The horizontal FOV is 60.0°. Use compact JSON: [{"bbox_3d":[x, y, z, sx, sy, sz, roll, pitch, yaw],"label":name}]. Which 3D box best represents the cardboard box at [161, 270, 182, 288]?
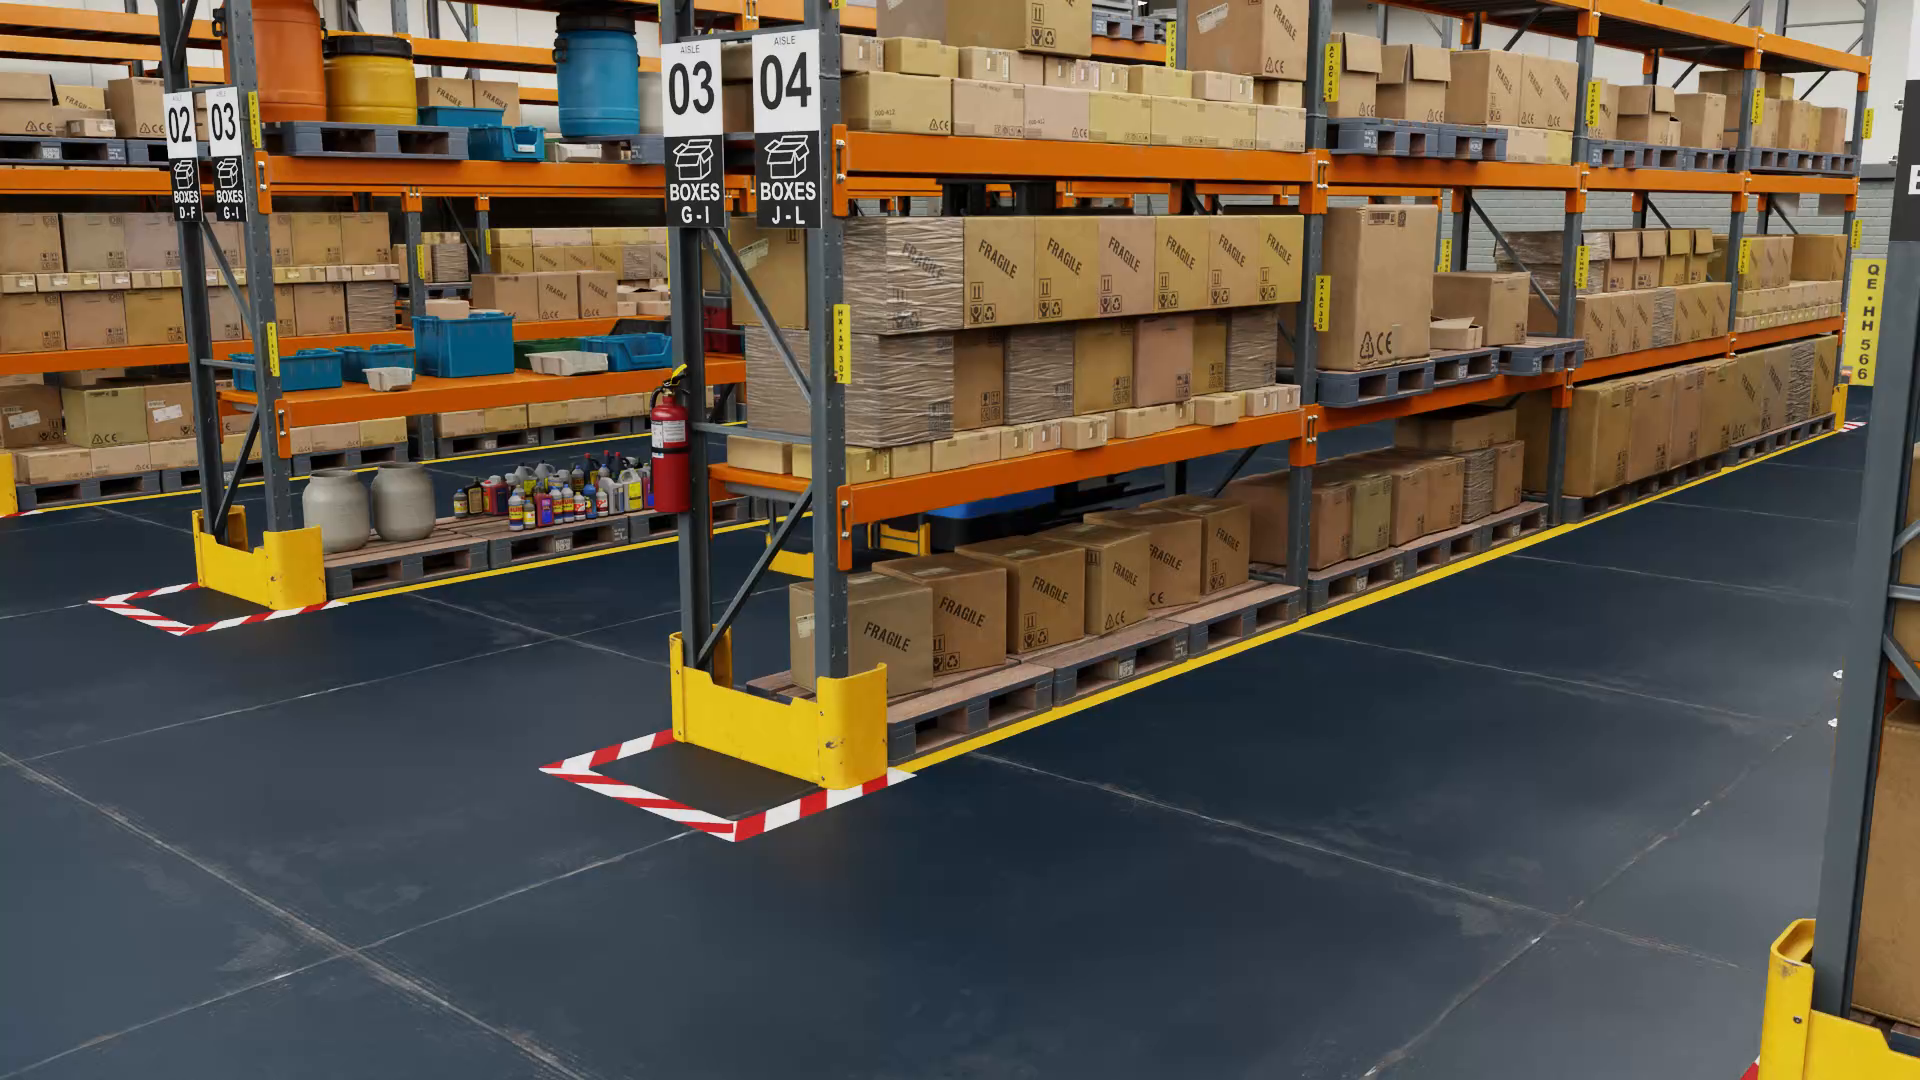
[{"bbox_3d":[-7.071,-2.333,14.820,0.380,0.149,0.250,10,15,40],"label":"cardboard box"}]

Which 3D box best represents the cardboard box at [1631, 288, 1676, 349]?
[{"bbox_3d":[5.910,-1.952,14.571,0.500,0.500,0.500,10,15,41],"label":"cardboard box"}]

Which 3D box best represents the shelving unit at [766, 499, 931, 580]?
[{"bbox_3d":[-0.785,-0.568,11.728,0.587,1.500,1.083,10,15,41],"label":"shelving unit"}]

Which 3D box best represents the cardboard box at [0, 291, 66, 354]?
[{"bbox_3d":[-8.023,-1.862,14.119,0.700,0.500,0.500,10,15,40],"label":"cardboard box"}]

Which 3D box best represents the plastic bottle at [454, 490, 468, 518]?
[{"bbox_3d":[-3.739,-0.275,12.452,0.097,0.201,0.097,0,11,0],"label":"plastic bottle"}]

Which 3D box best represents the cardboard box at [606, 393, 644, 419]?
[{"bbox_3d":[-3.896,-1.522,18.619,0.500,0.250,0.500,10,15,42],"label":"cardboard box"}]

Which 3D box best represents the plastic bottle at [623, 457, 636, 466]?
[{"bbox_3d":[-2.714,-0.532,13.548,0.152,0.276,0.135,10,15,42],"label":"plastic bottle"}]

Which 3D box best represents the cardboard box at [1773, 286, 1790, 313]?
[{"bbox_3d":[8.196,-2.487,17.128,0.500,0.250,0.500,10,15,42],"label":"cardboard box"}]

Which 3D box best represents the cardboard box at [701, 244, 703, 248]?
[{"bbox_3d":[-4.258,-4.255,25.293,0.500,0.500,0.500,9,15,39],"label":"cardboard box"}]

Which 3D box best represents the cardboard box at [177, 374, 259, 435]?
[{"bbox_3d":[-6.827,-1.242,15.303,0.500,0.500,0.500,10,15,40],"label":"cardboard box"}]

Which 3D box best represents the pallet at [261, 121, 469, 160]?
[{"bbox_3d":[-4.003,-2.592,10.855,1.003,0.211,1.213,10,15,40],"label":"pallet"}]

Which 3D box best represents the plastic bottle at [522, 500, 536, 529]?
[{"bbox_3d":[-3.123,-0.190,12.025,0.097,0.201,0.097,0,11,0],"label":"plastic bottle"}]

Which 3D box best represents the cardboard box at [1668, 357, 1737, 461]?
[{"bbox_3d":[6.612,-1.297,15.900,1.225,0.875,0.875,10,15,41],"label":"cardboard box"}]

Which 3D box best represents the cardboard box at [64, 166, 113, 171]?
[{"bbox_3d":[-9.915,-4.325,18.742,0.500,0.500,0.500,8,14,36],"label":"cardboard box"}]

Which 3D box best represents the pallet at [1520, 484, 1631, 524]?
[{"bbox_3d":[4.956,-0.380,14.076,1.003,0.211,1.213,10,15,40],"label":"pallet"}]

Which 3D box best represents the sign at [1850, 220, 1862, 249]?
[{"bbox_3d":[10.058,-3.430,18.666,0.100,0.325,0.005,10,15,40],"label":"sign"}]

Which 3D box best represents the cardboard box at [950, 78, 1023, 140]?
[{"bbox_3d":[-0.054,-1.976,7.671,0.500,0.250,0.500,9,15,39],"label":"cardboard box"}]

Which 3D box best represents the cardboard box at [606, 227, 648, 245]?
[{"bbox_3d":[-4.940,-4.473,24.467,0.500,0.250,0.500,10,15,41],"label":"cardboard box"}]

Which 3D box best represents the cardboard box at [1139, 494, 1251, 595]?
[{"bbox_3d":[1.445,0.021,10.260,0.500,0.500,0.500,9,15,39],"label":"cardboard box"}]

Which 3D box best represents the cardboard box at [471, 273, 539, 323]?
[{"bbox_3d":[-4.833,-2.572,17.674,0.500,0.500,0.500,-11,16,-43],"label":"cardboard box"}]

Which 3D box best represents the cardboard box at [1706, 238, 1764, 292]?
[{"bbox_3d":[7.528,-2.707,16.317,0.500,0.500,0.500,10,15,40],"label":"cardboard box"}]

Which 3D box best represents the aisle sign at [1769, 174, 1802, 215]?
[{"bbox_3d":[9.482,-4.143,19.157,0.394,0.787,0.004,10,15,40],"label":"aisle sign"}]

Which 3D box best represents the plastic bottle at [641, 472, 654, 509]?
[{"bbox_3d":[-2.393,-0.387,12.805,0.133,0.283,0.061,-11,16,-44],"label":"plastic bottle"}]

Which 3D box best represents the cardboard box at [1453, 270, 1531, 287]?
[{"bbox_3d":[4.053,-1.812,12.797,0.500,0.500,0.500,8,14,33],"label":"cardboard box"}]

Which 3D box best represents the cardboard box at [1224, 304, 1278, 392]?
[{"bbox_3d":[1.395,-1.190,9.994,0.875,0.500,0.500,10,15,40],"label":"cardboard box"}]

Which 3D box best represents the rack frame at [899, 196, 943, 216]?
[{"bbox_3d":[-0.419,-3.511,22.633,1.000,3.000,0.127,10,15,40],"label":"rack frame"}]

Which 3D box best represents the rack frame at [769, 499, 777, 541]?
[{"bbox_3d":[-1.134,-0.494,11.354,0.500,1.500,0.032,10,15,41],"label":"rack frame"}]

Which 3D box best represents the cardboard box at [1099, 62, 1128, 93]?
[{"bbox_3d":[0.631,-2.338,8.465,0.380,0.149,0.250,9,14,38],"label":"cardboard box"}]

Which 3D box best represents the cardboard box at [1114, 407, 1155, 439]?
[{"bbox_3d":[0.816,-0.641,8.905,0.380,0.149,0.250,10,15,40],"label":"cardboard box"}]

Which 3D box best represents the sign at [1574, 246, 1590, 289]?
[{"bbox_3d":[4.793,-2.102,12.821,0.100,0.325,0.005,10,15,40],"label":"sign"}]

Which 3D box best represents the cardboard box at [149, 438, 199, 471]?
[{"bbox_3d":[-7.162,-0.801,15.012,0.500,0.250,0.500,10,15,40],"label":"cardboard box"}]

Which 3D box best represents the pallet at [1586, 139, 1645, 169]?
[{"bbox_3d":[4.764,-3.121,13.505,1.213,0.211,1.003,11,16,43],"label":"pallet"}]

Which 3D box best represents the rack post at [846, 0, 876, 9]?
[{"bbox_3d":[-0.747,-5.034,14.430,1.013,1.000,3.121,10,15,40],"label":"rack post"}]

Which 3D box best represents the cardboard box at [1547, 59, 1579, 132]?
[{"bbox_3d":[4.252,-3.304,12.405,0.500,0.500,0.500,10,15,42],"label":"cardboard box"}]

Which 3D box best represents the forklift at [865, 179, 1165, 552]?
[{"bbox_3d":[0.645,-1.560,13.039,1.130,2.935,3.031,10,15,41],"label":"forklift"}]

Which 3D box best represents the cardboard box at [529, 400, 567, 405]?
[{"bbox_3d":[-4.565,-1.645,17.804,0.500,0.311,0.500,9,14,38],"label":"cardboard box"}]

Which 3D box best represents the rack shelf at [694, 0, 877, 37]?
[{"bbox_3d":[-0.662,-4.381,14.526,1.077,0.370,4.000,10,15,40],"label":"rack shelf"}]

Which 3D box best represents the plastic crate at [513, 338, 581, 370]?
[{"bbox_3d":[-3.090,-1.426,12.734,0.450,0.188,0.662,10,15,40],"label":"plastic crate"}]

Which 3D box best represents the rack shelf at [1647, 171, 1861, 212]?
[{"bbox_3d":[8.340,-3.642,17.468,1.077,0.370,4.000,10,15,40],"label":"rack shelf"}]

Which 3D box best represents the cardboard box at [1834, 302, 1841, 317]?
[{"bbox_3d":[9.672,-2.600,18.713,0.380,0.149,0.250,10,15,41],"label":"cardboard box"}]

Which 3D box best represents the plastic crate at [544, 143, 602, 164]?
[{"bbox_3d":[-2.738,-2.747,11.819,0.243,0.136,0.396,10,15,40],"label":"plastic crate"}]

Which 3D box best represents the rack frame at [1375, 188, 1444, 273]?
[{"bbox_3d":[5.939,-3.459,22.370,1.000,3.000,0.127,10,15,40],"label":"rack frame"}]

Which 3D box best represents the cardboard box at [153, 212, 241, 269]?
[{"bbox_3d":[-6.982,-2.732,15.163,0.700,0.500,0.500,10,15,40],"label":"cardboard box"}]

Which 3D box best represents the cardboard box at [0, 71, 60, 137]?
[{"bbox_3d":[-7.958,-3.626,13.855,0.637,0.503,0.797,-11,16,-44],"label":"cardboard box"}]

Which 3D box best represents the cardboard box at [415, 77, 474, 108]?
[{"bbox_3d":[-5.263,-4.391,16.775,0.500,0.500,0.500,10,15,41],"label":"cardboard box"}]

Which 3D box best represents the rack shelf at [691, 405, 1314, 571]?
[{"bbox_3d":[0.418,-0.406,8.922,1.077,0.370,4.000,10,15,40],"label":"rack shelf"}]

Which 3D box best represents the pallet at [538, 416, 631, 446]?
[{"bbox_3d":[-4.438,-1.261,18.484,1.003,0.211,1.213,10,15,40],"label":"pallet"}]

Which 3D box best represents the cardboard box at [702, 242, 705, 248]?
[{"bbox_3d":[-3.772,-4.376,26.197,0.980,0.700,0.700,10,15,41],"label":"cardboard box"}]

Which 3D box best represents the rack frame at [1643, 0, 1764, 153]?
[{"bbox_3d":[7.020,-5.172,15.630,1.000,3.000,0.127,10,15,40],"label":"rack frame"}]

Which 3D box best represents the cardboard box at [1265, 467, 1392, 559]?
[{"bbox_3d":[2.489,-0.198,11.304,0.700,0.500,0.500,10,15,40],"label":"cardboard box"}]

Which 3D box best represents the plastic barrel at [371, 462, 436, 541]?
[{"bbox_3d":[-3.914,-0.271,11.690,0.421,0.512,0.421,0,11,0],"label":"plastic barrel"}]

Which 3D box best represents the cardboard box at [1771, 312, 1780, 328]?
[{"bbox_3d":[8.152,-2.261,17.016,0.380,0.149,0.250,9,15,40],"label":"cardboard box"}]

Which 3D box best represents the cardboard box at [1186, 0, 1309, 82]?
[{"bbox_3d":[1.633,-2.865,9.446,0.500,0.500,0.500,9,15,39],"label":"cardboard box"}]

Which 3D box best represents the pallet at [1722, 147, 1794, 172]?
[{"bbox_3d":[7.567,-3.776,16.528,1.003,0.211,1.213,10,15,40],"label":"pallet"}]
